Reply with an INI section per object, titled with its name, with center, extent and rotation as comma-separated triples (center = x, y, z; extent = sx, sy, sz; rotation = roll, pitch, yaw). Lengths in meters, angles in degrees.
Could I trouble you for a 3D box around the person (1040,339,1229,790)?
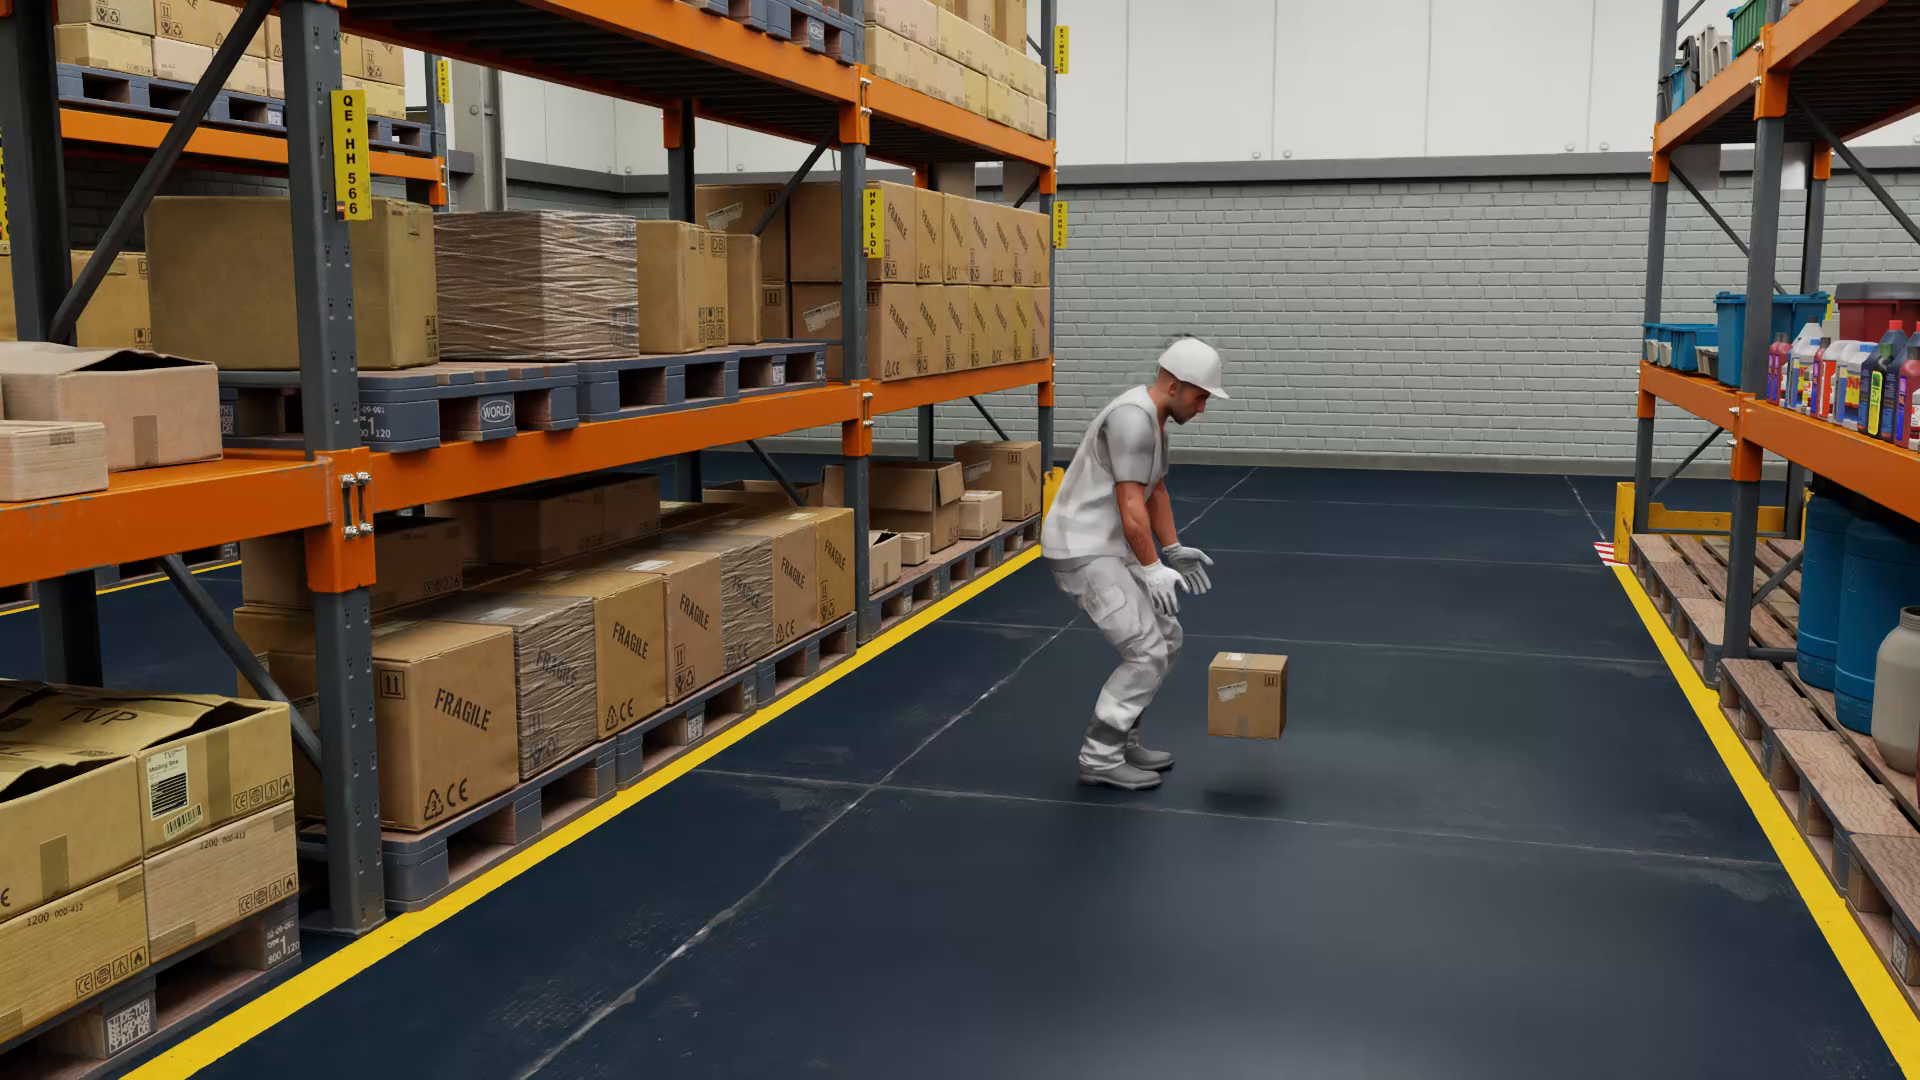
[person]
center = 0.628, 0.072, 5.980
extent = 0.647, 1.580, 0.575
rotation = 2, 9, 17
